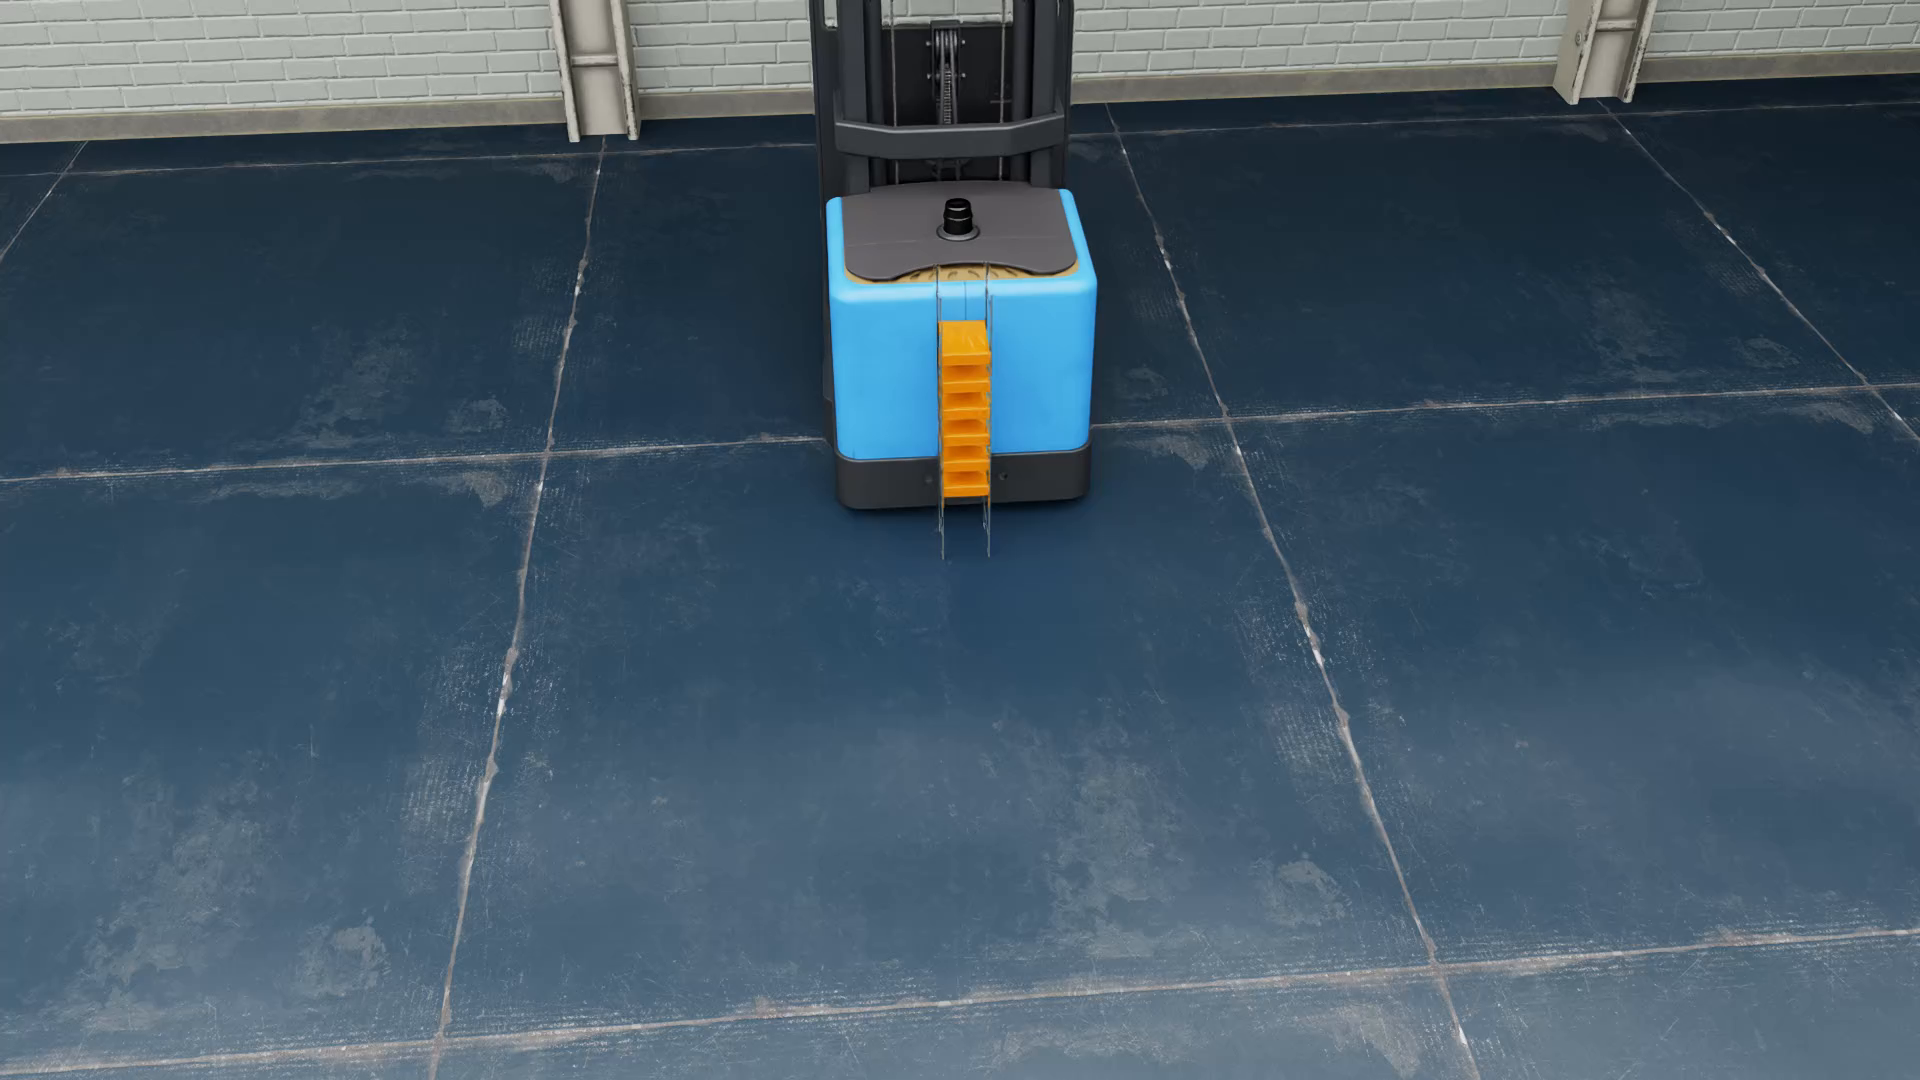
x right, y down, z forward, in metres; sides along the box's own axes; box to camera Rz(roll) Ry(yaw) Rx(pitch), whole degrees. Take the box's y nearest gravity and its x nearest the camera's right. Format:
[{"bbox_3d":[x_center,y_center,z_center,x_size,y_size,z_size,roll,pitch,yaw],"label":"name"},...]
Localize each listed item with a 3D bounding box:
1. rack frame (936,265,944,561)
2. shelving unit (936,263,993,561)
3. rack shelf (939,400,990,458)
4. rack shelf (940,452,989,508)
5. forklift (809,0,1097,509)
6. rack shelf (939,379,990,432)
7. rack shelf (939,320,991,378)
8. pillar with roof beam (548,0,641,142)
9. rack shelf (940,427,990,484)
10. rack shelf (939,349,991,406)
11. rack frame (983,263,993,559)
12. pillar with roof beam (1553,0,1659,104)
[{"bbox_3d":[-0.076,-0.463,6.368,0.006,1.200,0.240,-2,38,-3],"label":"rack frame"},{"bbox_3d":[0.015,-0.467,6.372,0.189,1.200,0.258,-2,38,-3],"label":"shelving unit"},{"bbox_3d":[0.016,-0.432,6.400,0.180,0.103,0.258,-2,38,-3],"label":"rack shelf"},{"bbox_3d":[0.016,-0.243,6.549,0.180,0.103,0.258,-2,38,-3],"label":"rack shelf"},{"bbox_3d":[-0.095,-2.175,7.140,1.130,2.935,3.031,-3,38,-4],"label":"forklift"},{"bbox_3d":[0.015,-0.526,6.326,0.180,0.103,0.258,-2,38,-3],"label":"rack shelf"},{"bbox_3d":[0.015,-0.714,6.177,0.180,0.103,0.258,-2,38,-3],"label":"rack shelf"},{"bbox_3d":[-1.709,-3.301,3.669,0.400,9.000,9.100,-3,38,-4],"label":"pillar with roof beam"},{"bbox_3d":[0.016,-0.337,6.474,0.180,0.103,0.258,-2,38,-3],"label":"rack shelf"},{"bbox_3d":[0.015,-0.620,6.251,0.180,0.103,0.258,-2,38,-3],"label":"rack shelf"},{"bbox_3d":[0.107,-0.470,6.377,0.006,1.200,0.240,-2,38,-3],"label":"rack frame"},{"bbox_3d":[4.267,-3.630,4.086,0.400,9.000,9.100,-3,38,-4],"label":"pillar with roof beam"}]
